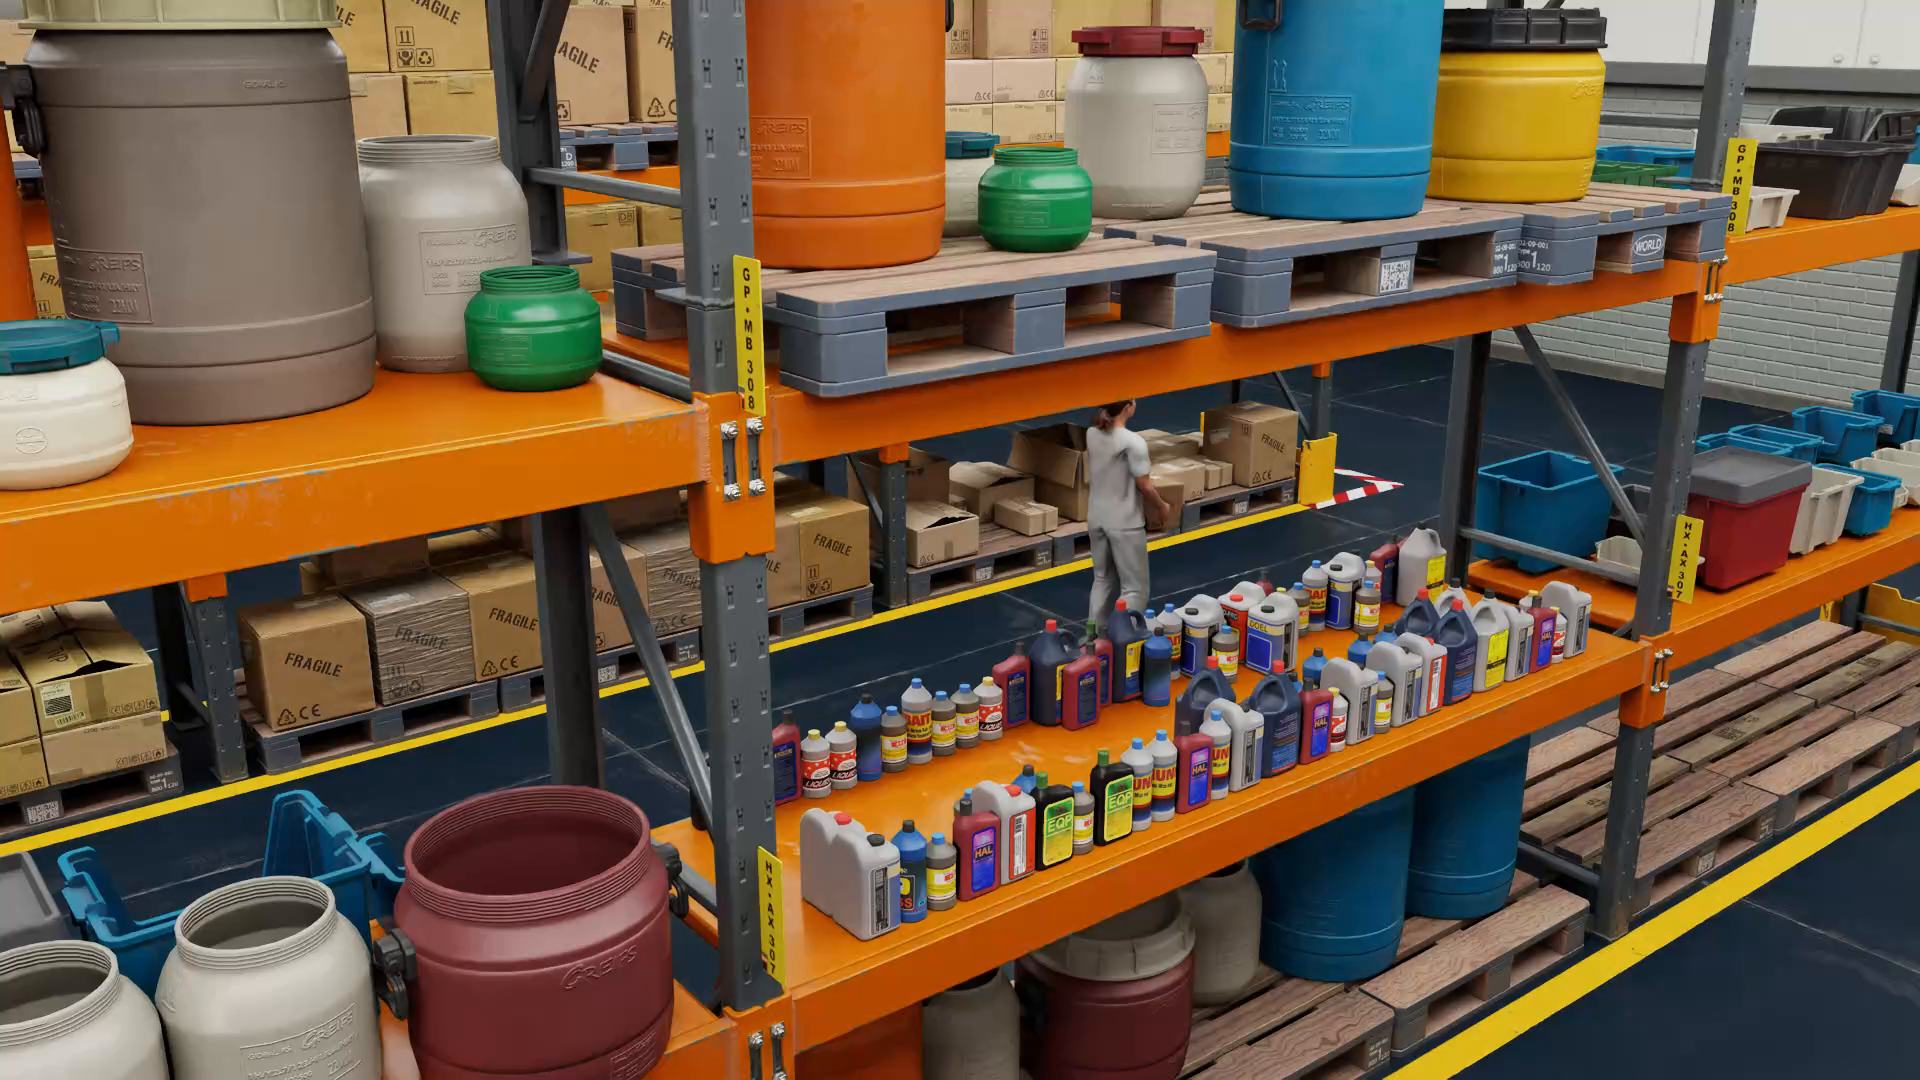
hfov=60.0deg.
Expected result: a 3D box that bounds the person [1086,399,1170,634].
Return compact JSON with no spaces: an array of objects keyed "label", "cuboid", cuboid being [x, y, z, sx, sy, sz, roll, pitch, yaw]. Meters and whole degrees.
[{"label":"person","cuboid":[0.925,-0.095,9.346,0.490,1.675,0.463,-14,22,-37]}]
